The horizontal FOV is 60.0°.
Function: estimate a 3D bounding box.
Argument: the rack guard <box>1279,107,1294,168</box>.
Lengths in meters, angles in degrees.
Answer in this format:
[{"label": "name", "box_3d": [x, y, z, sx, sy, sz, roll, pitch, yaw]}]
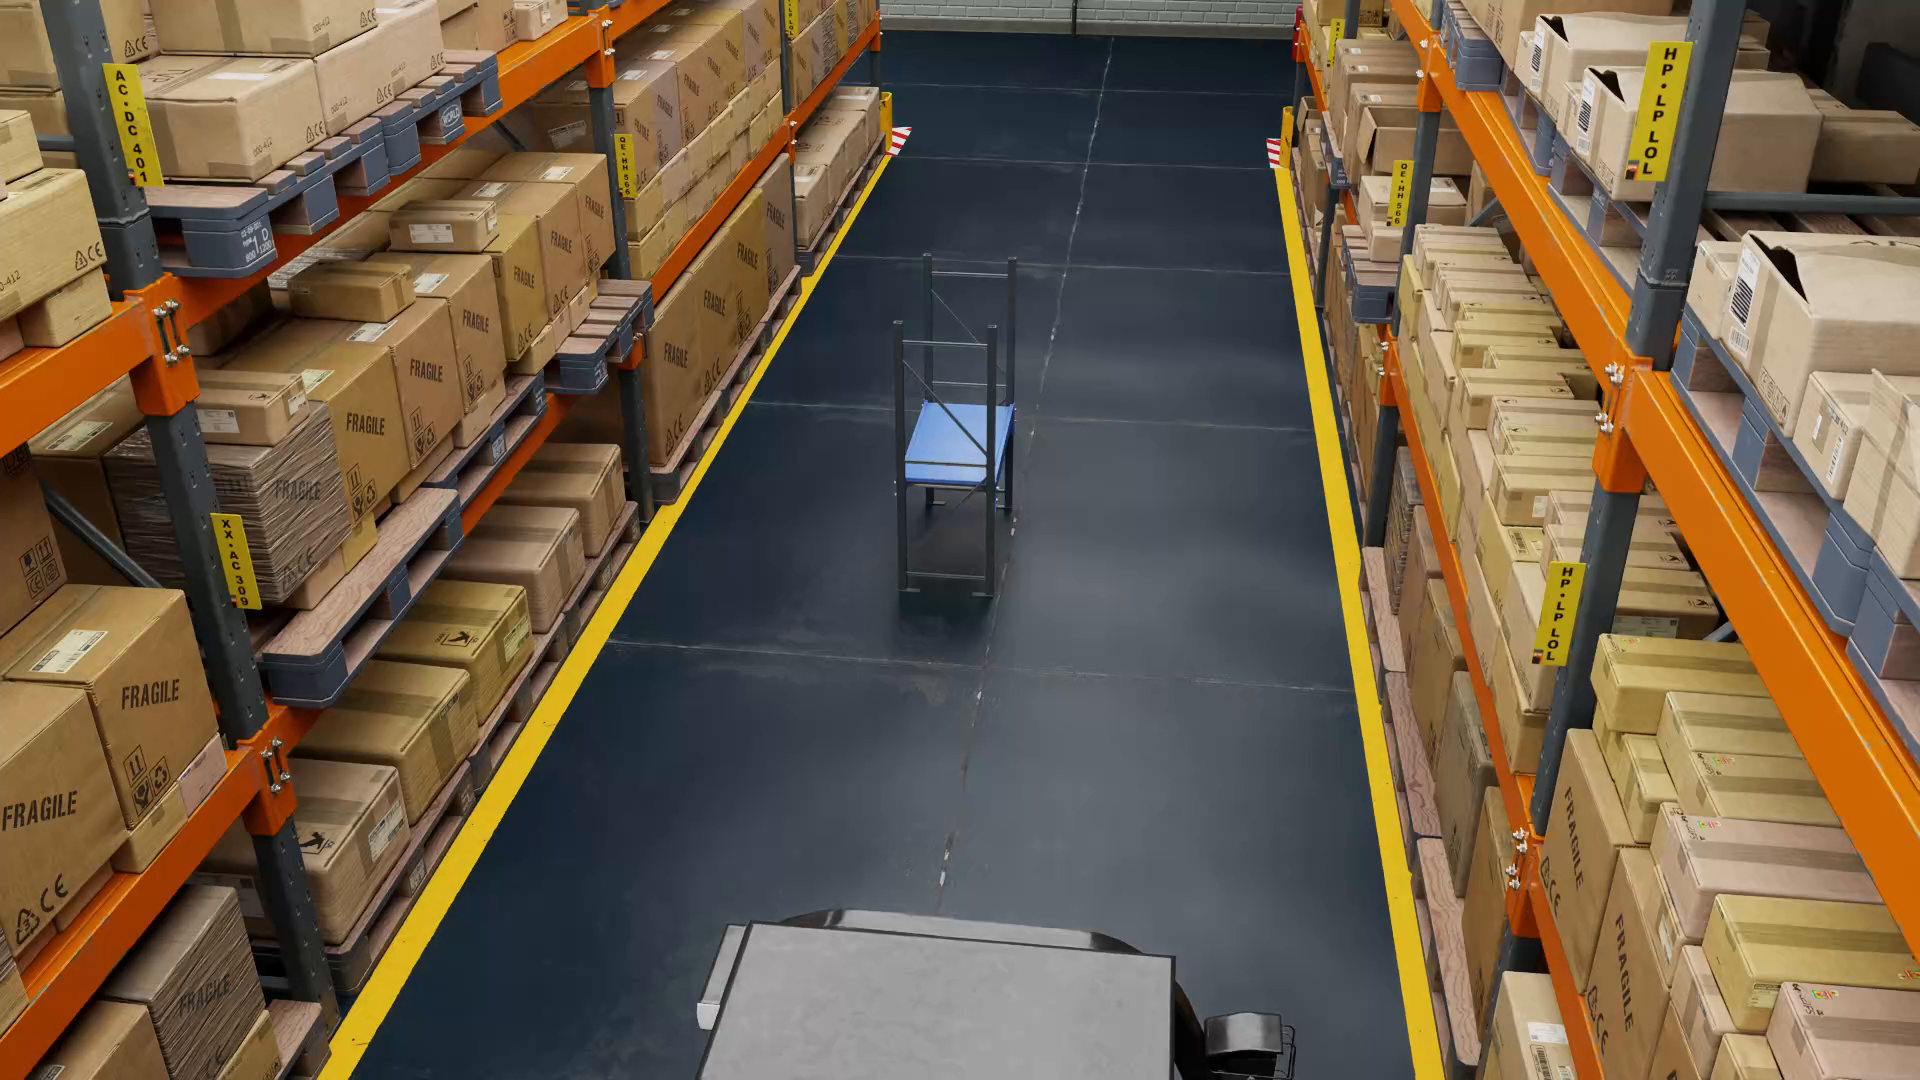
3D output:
[{"label": "rack guard", "box_3d": [3.648, -3.806, 15.787, 1.175, 0.500, 0.348, 3, 28, 6]}]

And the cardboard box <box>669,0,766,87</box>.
[{"label": "cardboard box", "box_3d": [-1.621, -3.361, 11.166, 0.500, 0.500, 0.500, 4, 29, 7]}]

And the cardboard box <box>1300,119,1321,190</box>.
[{"label": "cardboard box", "box_3d": [3.345, -3.344, 14.487, 0.700, 0.500, 0.500, 4, 29, 8]}]

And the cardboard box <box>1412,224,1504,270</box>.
[{"label": "cardboard box", "box_3d": [2.346, -1.373, 7.846, 0.380, 0.149, 0.250, 4, 29, 8]}]

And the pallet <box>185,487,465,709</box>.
[{"label": "pallet", "box_3d": [-2.502, 0.153, 6.005, 1.003, 0.211, 1.213, 3, 28, 6]}]

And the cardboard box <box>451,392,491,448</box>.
[{"label": "cardboard box", "box_3d": [-2.171, -0.508, 6.852, 0.380, 0.149, 0.250, 4, 29, 8]}]

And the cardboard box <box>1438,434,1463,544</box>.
[{"label": "cardboard box", "box_3d": [2.192, -0.192, 6.602, 0.500, 0.250, 0.500, 4, 29, 8]}]

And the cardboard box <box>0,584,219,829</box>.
[{"label": "cardboard box", "box_3d": [-2.547, 0.469, 4.798, 0.500, 0.500, 0.500, 3, 28, 5]}]

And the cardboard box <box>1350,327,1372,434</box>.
[{"label": "cardboard box", "box_3d": [2.649, -0.953, 10.050, 0.500, 0.500, 0.500, 5, 29, 8]}]

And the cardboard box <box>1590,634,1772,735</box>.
[{"label": "cardboard box", "box_3d": [1.854, 0.379, 4.281, 0.380, 0.149, 0.250, 4, 29, 7]}]

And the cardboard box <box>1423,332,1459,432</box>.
[{"label": "cardboard box", "box_3d": [2.236, -0.654, 6.933, 0.500, 0.250, 0.500, 3, 28, 5]}]

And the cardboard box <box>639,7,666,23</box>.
[{"label": "cardboard box", "box_3d": [-2.197, -3.162, 10.798, 0.500, 0.500, 0.500, 3, 28, 5]}]

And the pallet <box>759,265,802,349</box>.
[{"label": "pallet", "box_3d": [-1.779, -1.750, 12.276, 1.003, 0.211, 1.213, 3, 28, 6]}]

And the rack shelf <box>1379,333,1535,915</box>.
[{"label": "rack shelf", "box_3d": [2.432, 0.082, 6.693, 1.077, 0.370, 4.000, 3, 28, 6]}]

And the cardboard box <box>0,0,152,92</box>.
[{"label": "cardboard box", "box_3d": [-2.795, -1.520, 4.934, 0.500, 0.250, 0.500, 4, 29, 7]}]

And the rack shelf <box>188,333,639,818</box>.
[{"label": "rack shelf", "box_3d": [-2.495, -0.205, 7.226, 1.077, 0.370, 4.000, 3, 28, 6]}]

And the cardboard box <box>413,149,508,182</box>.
[{"label": "cardboard box", "box_3d": [-2.534, -1.624, 8.240, 0.500, 0.500, 0.500, 3, 28, 5]}]

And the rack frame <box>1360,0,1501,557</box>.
[{"label": "rack frame", "box_3d": [2.677, -1.176, 8.270, 1.000, 3.000, 0.127, 3, 28, 6]}]

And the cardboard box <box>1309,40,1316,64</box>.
[{"label": "cardboard box", "box_3d": [3.138, -4.089, 13.942, 0.380, 0.149, 0.250, 3, 28, 5]}]

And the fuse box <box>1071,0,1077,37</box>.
[{"label": "fuse box", "box_3d": [1.465, -7.126, 20.673, 0.539, 1.711, 0.414, 3, 28, 6]}]

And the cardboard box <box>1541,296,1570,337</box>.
[{"label": "cardboard box", "box_3d": [2.837, -0.862, 7.318, 0.500, 0.250, 0.500, 4, 29, 7]}]

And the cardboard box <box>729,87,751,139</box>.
[{"label": "cardboard box", "box_3d": [-1.684, -2.798, 10.912, 0.500, 0.250, 0.500, 4, 29, 7]}]

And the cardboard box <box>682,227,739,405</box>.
[{"label": "cardboard box", "box_3d": [-1.969, -1.452, 10.580, 0.875, 0.875, 0.875, 4, 29, 7]}]

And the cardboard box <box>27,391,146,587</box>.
[{"label": "cardboard box", "box_3d": [-2.911, -0.171, 5.542, 0.500, 0.500, 0.500, 3, 28, 5]}]

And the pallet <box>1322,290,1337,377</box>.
[{"label": "pallet", "box_3d": [3.105, -1.446, 11.712, 1.003, 0.211, 1.213, 3, 28, 6]}]

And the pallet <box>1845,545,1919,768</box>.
[{"label": "pallet", "box_3d": [1.956, 0.401, 2.274, 1.003, 0.211, 1.213, 3, 28, 6]}]

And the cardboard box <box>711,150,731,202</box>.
[{"label": "cardboard box", "box_3d": [-1.767, -2.334, 10.578, 0.500, 0.250, 0.500, 3, 28, 6]}]

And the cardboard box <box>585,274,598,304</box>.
[{"label": "cardboard box", "box_3d": [-2.017, -1.239, 8.209, 0.380, 0.149, 0.250, 4, 29, 7]}]

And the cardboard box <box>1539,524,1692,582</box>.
[{"label": "cardboard box", "box_3d": [2.022, 0.081, 5.148, 0.380, 0.149, 0.250, 3, 28, 5]}]

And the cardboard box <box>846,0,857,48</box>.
[{"label": "cardboard box", "box_3d": [-1.195, -4.552, 14.431, 0.500, 0.500, 0.500, 4, 29, 8]}]

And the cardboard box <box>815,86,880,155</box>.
[{"label": "cardboard box", "box_3d": [-1.251, -3.969, 15.713, 0.875, 0.438, 0.875, 2, 28, 4]}]

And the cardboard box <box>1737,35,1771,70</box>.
[{"label": "cardboard box", "box_3d": [2.492, -1.616, 5.622, 0.380, 0.166, 0.250, 3, 28, 6]}]

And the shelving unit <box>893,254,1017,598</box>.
[{"label": "shelving unit", "box_3d": [-0.010, -0.620, 8.820, 0.538, 1.500, 1.048, 3, 28, 6]}]

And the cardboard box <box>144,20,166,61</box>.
[{"label": "cardboard box", "box_3d": [-2.745, -1.541, 5.500, 0.500, 0.250, 0.500, 4, 29, 7]}]

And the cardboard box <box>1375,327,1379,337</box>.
[{"label": "cardboard box", "box_3d": [2.642, -1.167, 9.761, 0.380, 0.149, 0.250, 4, 29, 8]}]

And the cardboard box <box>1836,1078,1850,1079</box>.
[{"label": "cardboard box", "box_3d": [1.762, 1.108, 2.927, 0.380, 0.149, 0.250, 3, 29, 6]}]

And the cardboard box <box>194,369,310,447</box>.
[{"label": "cardboard box", "box_3d": [-2.331, -0.426, 5.333, 0.380, 0.149, 0.250, 3, 28, 6]}]

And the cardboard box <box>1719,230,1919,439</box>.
[{"label": "cardboard box", "box_3d": [1.843, -0.426, 3.261, 0.500, 0.311, 0.500, 4, 29, 7]}]

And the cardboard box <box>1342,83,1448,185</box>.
[{"label": "cardboard box", "box_3d": [2.726, -2.460, 10.105, 0.700, 0.500, 0.500, 3, 28, 6]}]

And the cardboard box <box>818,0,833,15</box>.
[{"label": "cardboard box", "box_3d": [-1.319, -4.518, 13.314, 0.500, 0.500, 0.500, 4, 29, 7]}]

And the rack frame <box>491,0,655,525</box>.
[{"label": "rack frame", "box_3d": [-2.250, -1.463, 8.802, 1.000, 3.000, 0.127, 3, 28, 6]}]

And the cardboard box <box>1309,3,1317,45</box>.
[{"label": "cardboard box", "box_3d": [3.214, -4.333, 13.974, 0.500, 0.250, 0.500, 3, 28, 5]}]

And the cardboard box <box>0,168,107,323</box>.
[{"label": "cardboard box", "box_3d": [-2.527, -0.741, 4.145, 0.500, 0.250, 0.500, 3, 28, 6]}]

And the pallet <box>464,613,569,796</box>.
[{"label": "pallet", "box_3d": [-2.499, 0.705, 7.718, 1.003, 0.211, 1.213, 3, 28, 6]}]

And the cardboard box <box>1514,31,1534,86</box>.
[{"label": "cardboard box", "box_3d": [2.115, -1.630, 5.668, 0.380, 0.149, 0.250, 3, 28, 6]}]

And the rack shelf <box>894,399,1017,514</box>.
[{"label": "rack shelf", "box_3d": [-0.010, -0.462, 8.905, 0.538, 0.185, 1.000, 3, 28, 6]}]

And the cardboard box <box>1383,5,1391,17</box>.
[{"label": "cardboard box", "box_3d": [3.735, -4.299, 13.912, 0.500, 0.250, 0.500, 4, 29, 8]}]

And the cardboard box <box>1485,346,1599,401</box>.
[{"label": "cardboard box", "box_3d": [2.262, -0.637, 6.480, 0.380, 0.149, 0.250, 3, 28, 6]}]

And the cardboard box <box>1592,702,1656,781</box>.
[{"label": "cardboard box", "box_3d": [1.887, 0.512, 4.348, 0.380, 0.149, 0.250, 3, 28, 5]}]

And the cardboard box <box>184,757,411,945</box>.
[{"label": "cardboard box", "box_3d": [-2.678, 1.145, 6.290, 0.950, 0.372, 0.625, 4, 29, 7]}]

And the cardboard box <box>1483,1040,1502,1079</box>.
[{"label": "cardboard box", "box_3d": [1.821, 1.722, 4.820, 0.500, 0.250, 0.500, 3, 28, 6]}]

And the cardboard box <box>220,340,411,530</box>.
[{"label": "cardboard box", "box_3d": [-2.337, -0.380, 5.930, 0.500, 0.500, 0.500, 3, 29, 6]}]

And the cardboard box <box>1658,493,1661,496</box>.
[{"label": "cardboard box", "box_3d": [2.570, -0.138, 5.554, 0.380, 0.149, 0.250, 3, 28, 6]}]

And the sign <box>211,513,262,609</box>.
[{"label": "sign", "box_3d": [-2.200, 0.067, 5.050, 0.100, 0.325, 0.005, 3, 28, 6]}]
